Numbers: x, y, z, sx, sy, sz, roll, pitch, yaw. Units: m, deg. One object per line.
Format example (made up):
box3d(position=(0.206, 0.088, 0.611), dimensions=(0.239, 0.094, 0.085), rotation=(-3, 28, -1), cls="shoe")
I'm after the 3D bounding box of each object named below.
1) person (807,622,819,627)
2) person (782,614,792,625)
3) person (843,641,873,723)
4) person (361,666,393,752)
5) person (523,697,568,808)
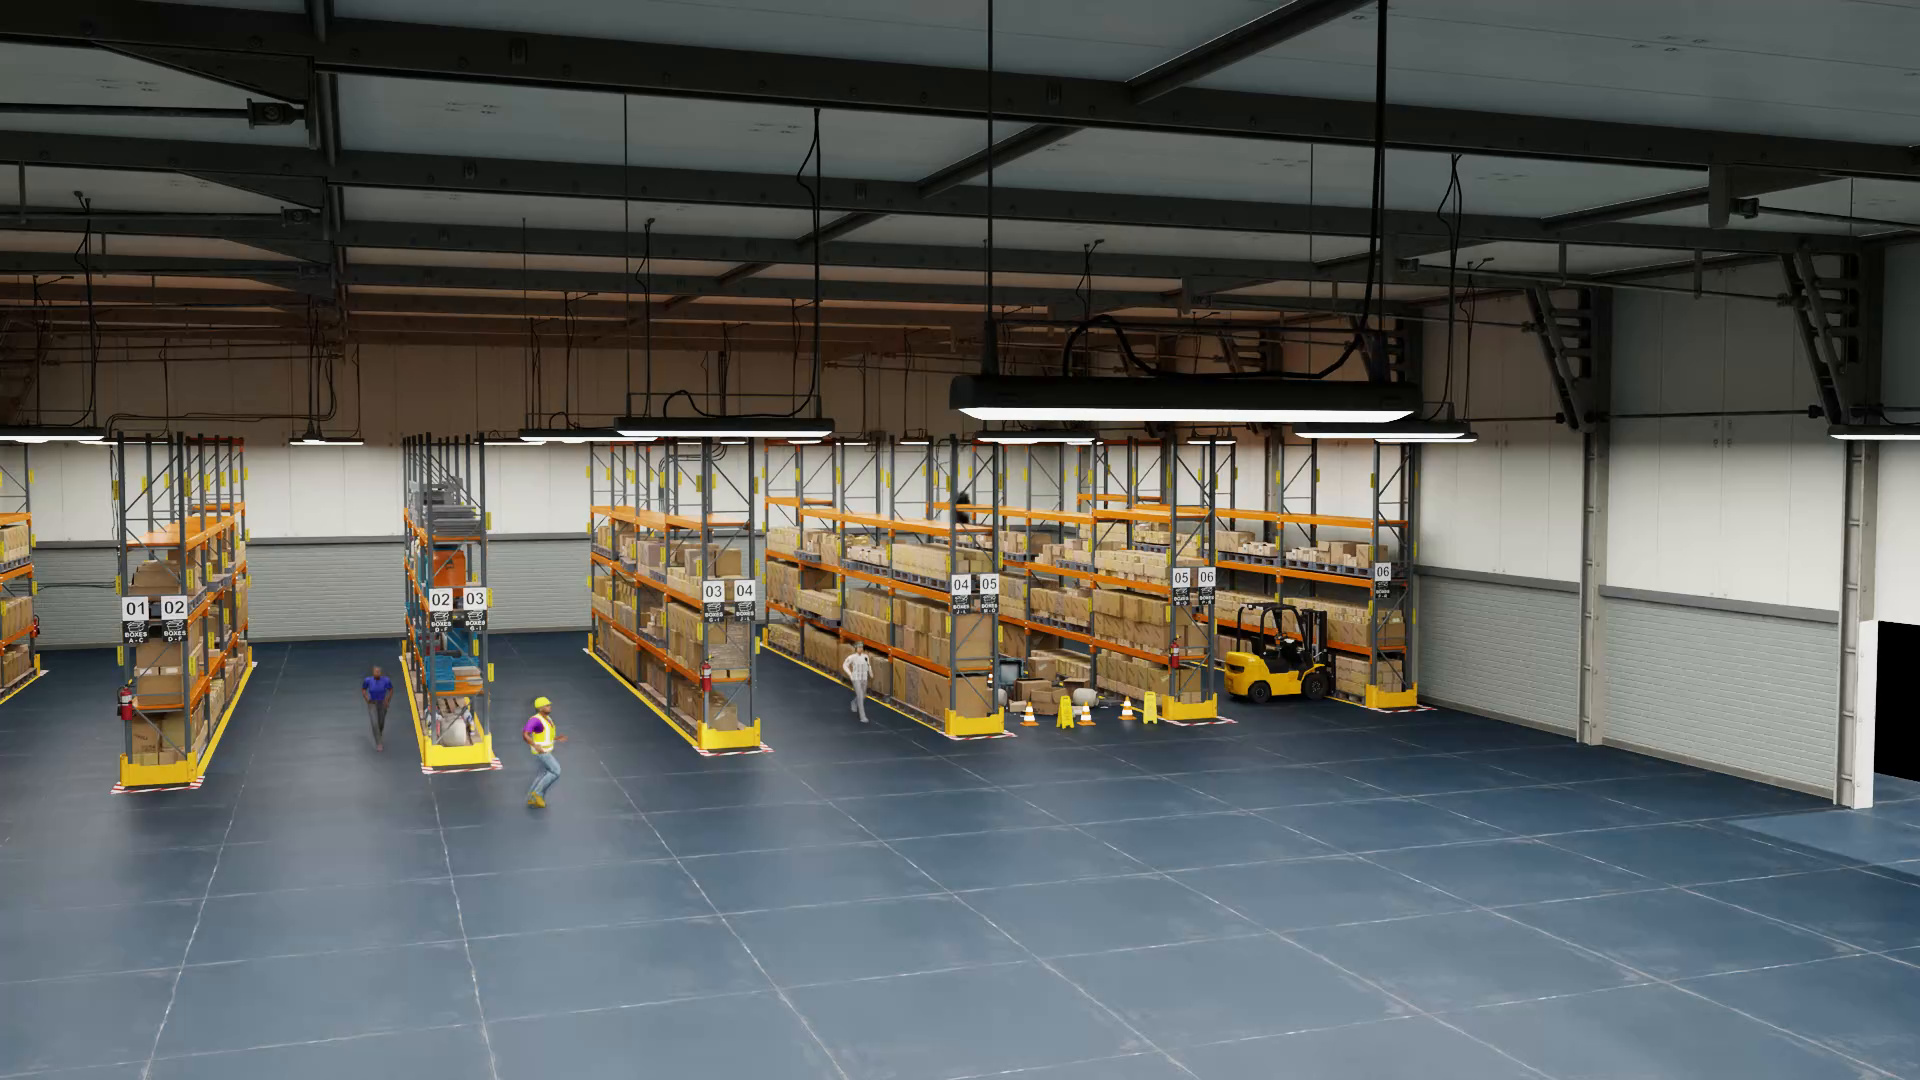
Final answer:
box3d(position=(-4.429, 2.197, 49.843), dimensions=(0.779, 1.521, 0.614), rotation=(2, 4, 30), cls="person")
box3d(position=(-5.056, 2.114, 49.731), dimensions=(0.561, 1.713, 0.757), rotation=(0, 3, -3), cls="person")
box3d(position=(-2.139, 2.958, 34.983), dimensions=(0.618, 1.694, 0.826), rotation=(-2, 4, -32), cls="person")
box3d(position=(-11.104, 3.182, 31.708), dimensions=(0.583, 1.620, 0.935), rotation=(-1, 3, -18), cls="person")
box3d(position=(-6.601, 3.376, 26.492), dimensions=(0.654, 1.742, 0.675), rotation=(0, 3, 0), cls="person")
